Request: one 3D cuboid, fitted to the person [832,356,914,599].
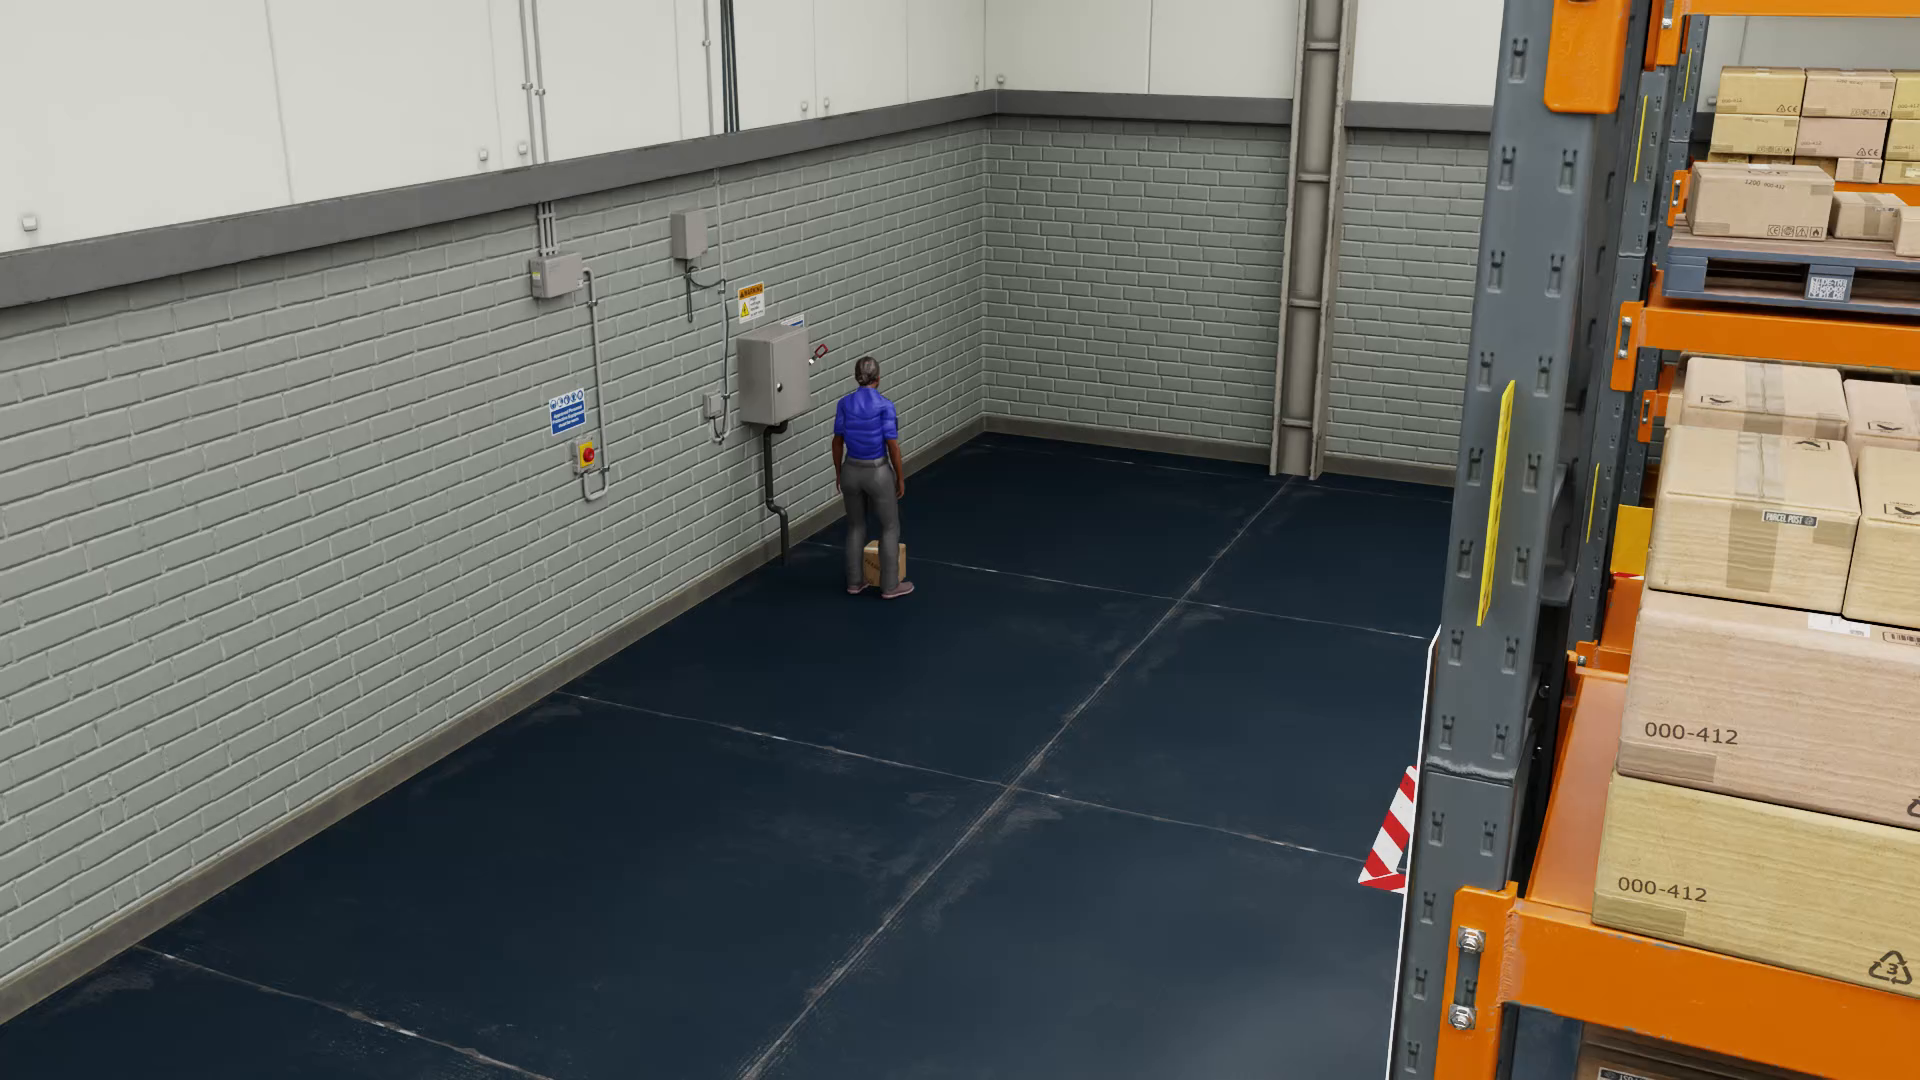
[{"bbox_3d":[-0.605,-0.420,11.282,0.527,1.654,0.351,7,20,20],"label":"person"}]
